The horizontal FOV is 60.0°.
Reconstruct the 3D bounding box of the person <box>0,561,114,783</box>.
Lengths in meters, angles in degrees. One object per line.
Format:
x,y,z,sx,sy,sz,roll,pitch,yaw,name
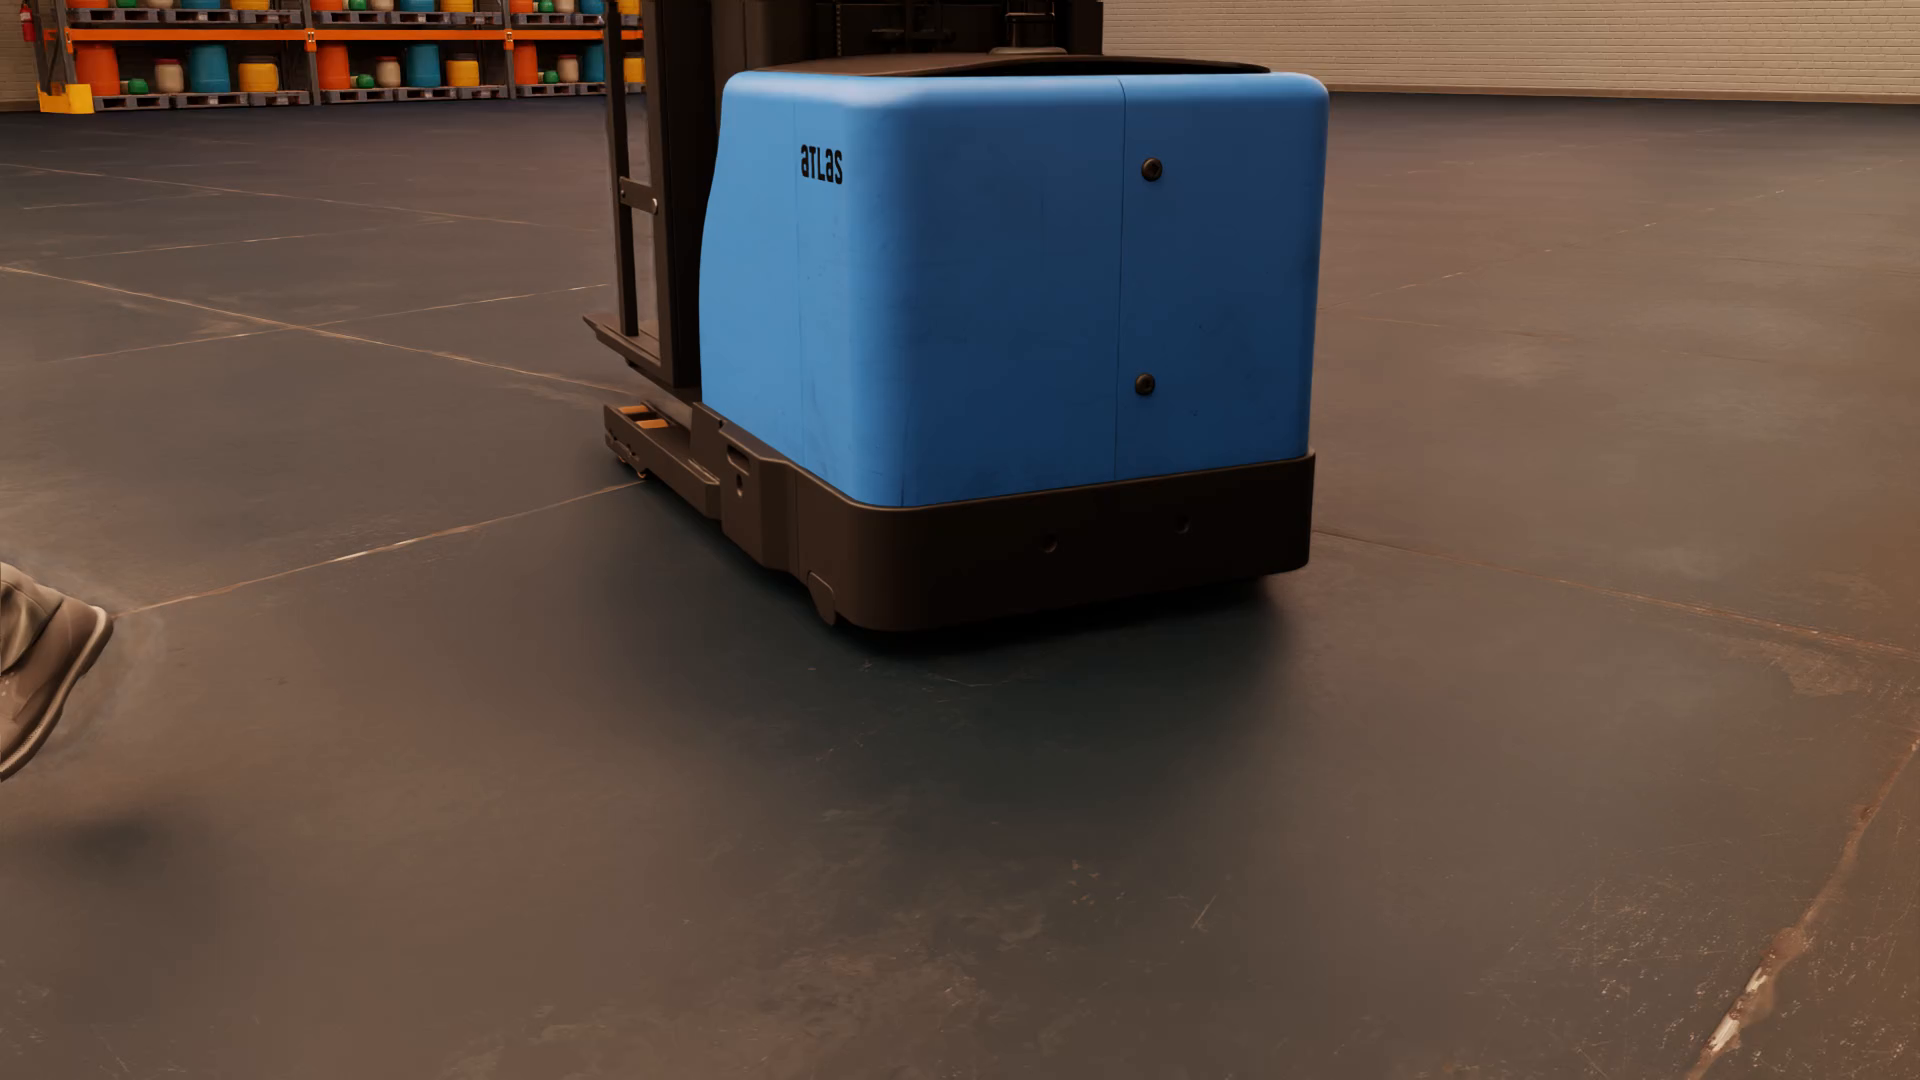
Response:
-1.910,-0.375,2.533,1.141,1.643,0.510,10,19,29,person

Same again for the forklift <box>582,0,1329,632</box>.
-0.343,-1.612,4.206,1.130,2.935,3.031,-8,19,-24,forklift
